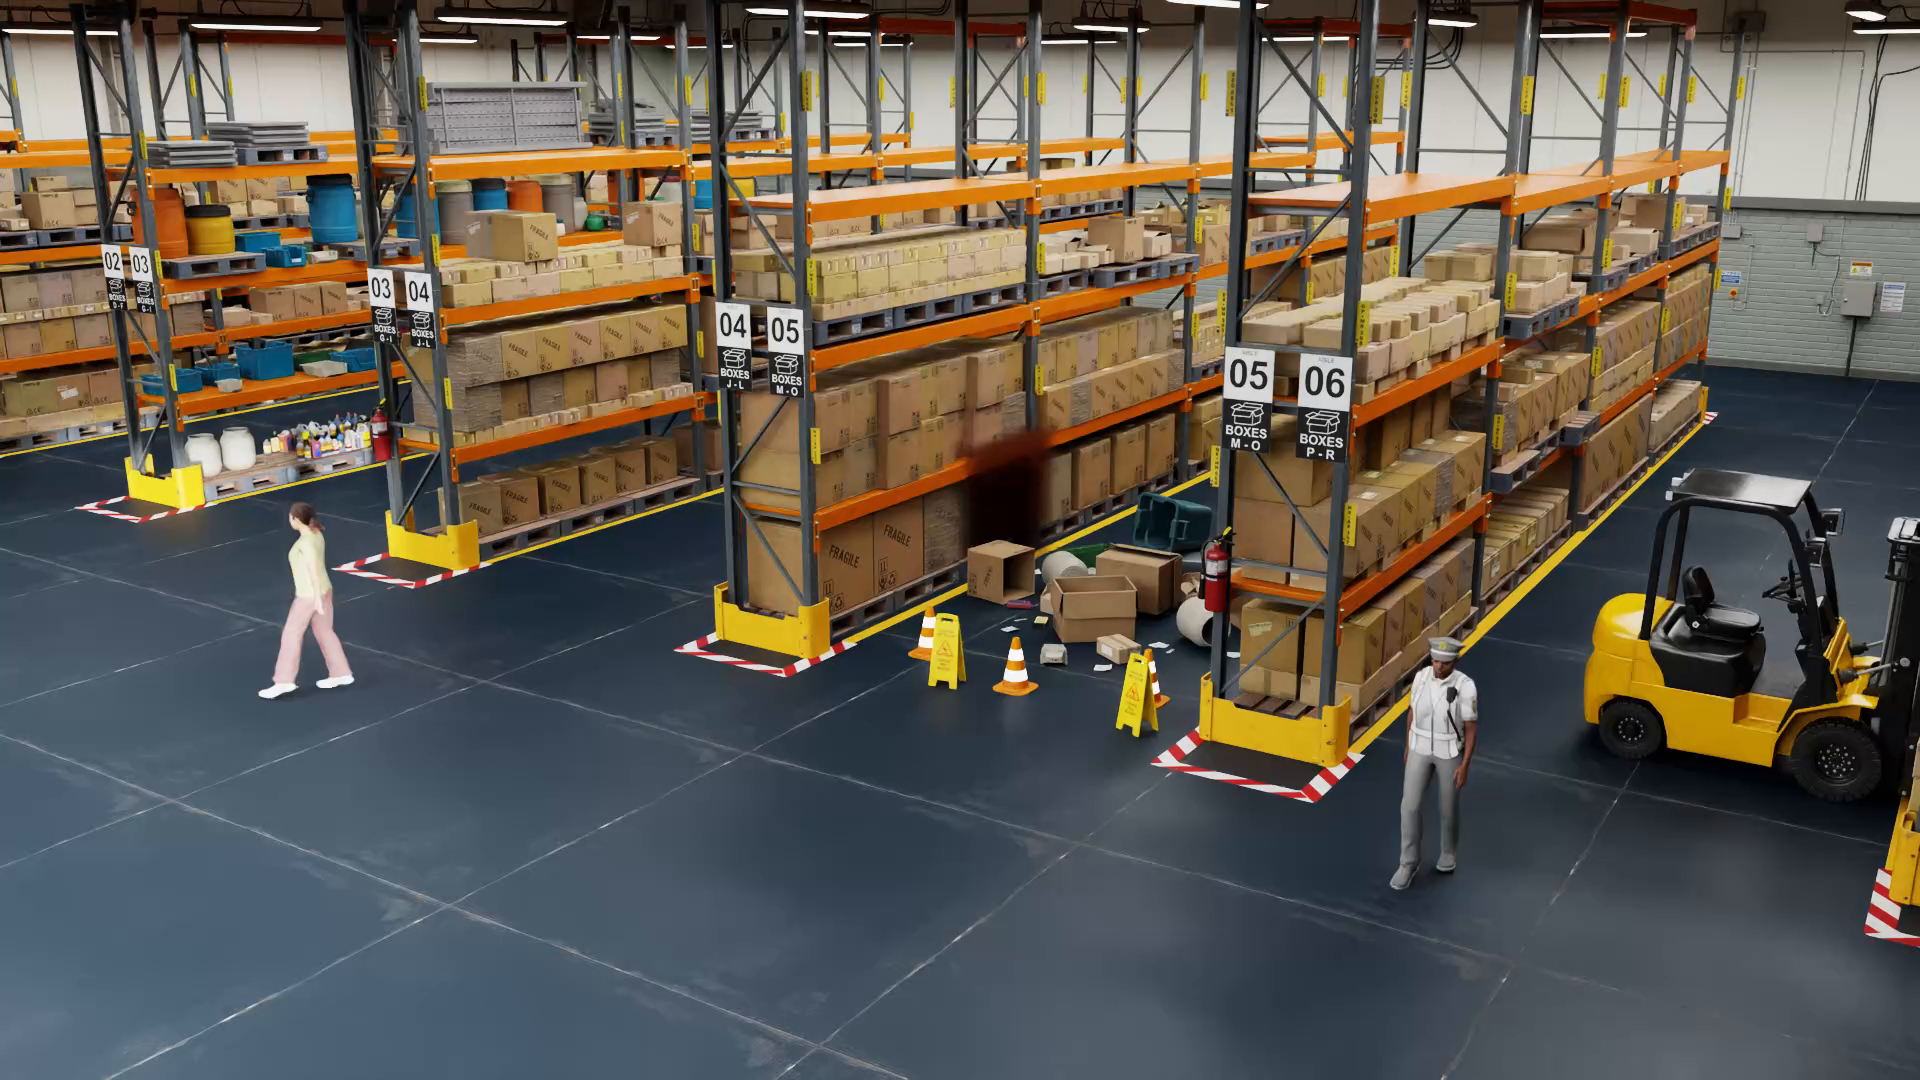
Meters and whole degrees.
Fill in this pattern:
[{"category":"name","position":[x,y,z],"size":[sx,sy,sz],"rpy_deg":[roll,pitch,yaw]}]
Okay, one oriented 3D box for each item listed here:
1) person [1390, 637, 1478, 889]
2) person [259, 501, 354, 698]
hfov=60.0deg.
[{"category":"person","position":[3.137,1.441,10.960],"size":[0.507,1.694,0.647],"rpy_deg":[10,18,32]},{"category":"person","position":[-5.687,0.491,14.350],"size":[0.717,1.668,0.562],"rpy_deg":[-1,16,-3]}]
